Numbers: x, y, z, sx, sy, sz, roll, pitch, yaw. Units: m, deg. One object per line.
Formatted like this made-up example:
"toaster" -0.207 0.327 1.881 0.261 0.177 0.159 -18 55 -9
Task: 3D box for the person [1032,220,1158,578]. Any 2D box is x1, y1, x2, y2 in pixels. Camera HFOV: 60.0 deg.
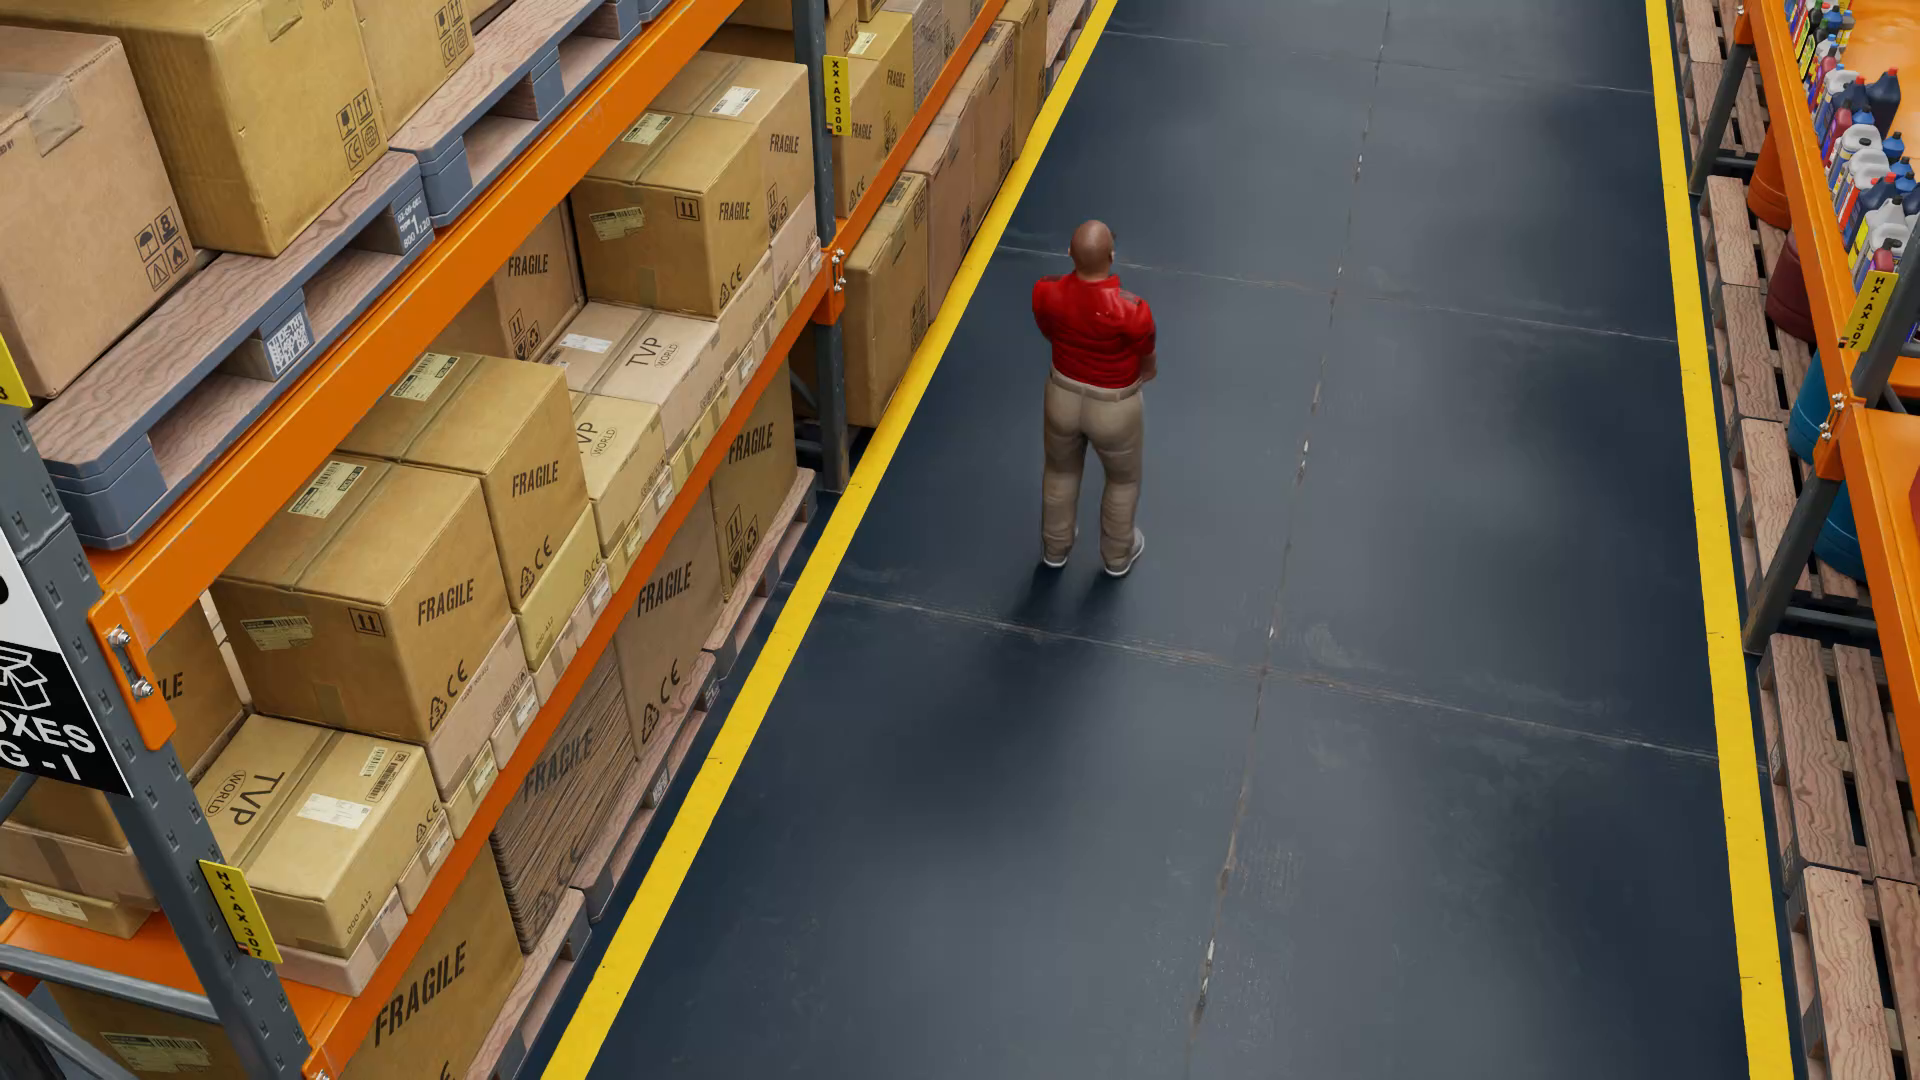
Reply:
"person" 0.574 -0.612 6.879 0.505 1.726 0.521 18 44 19
